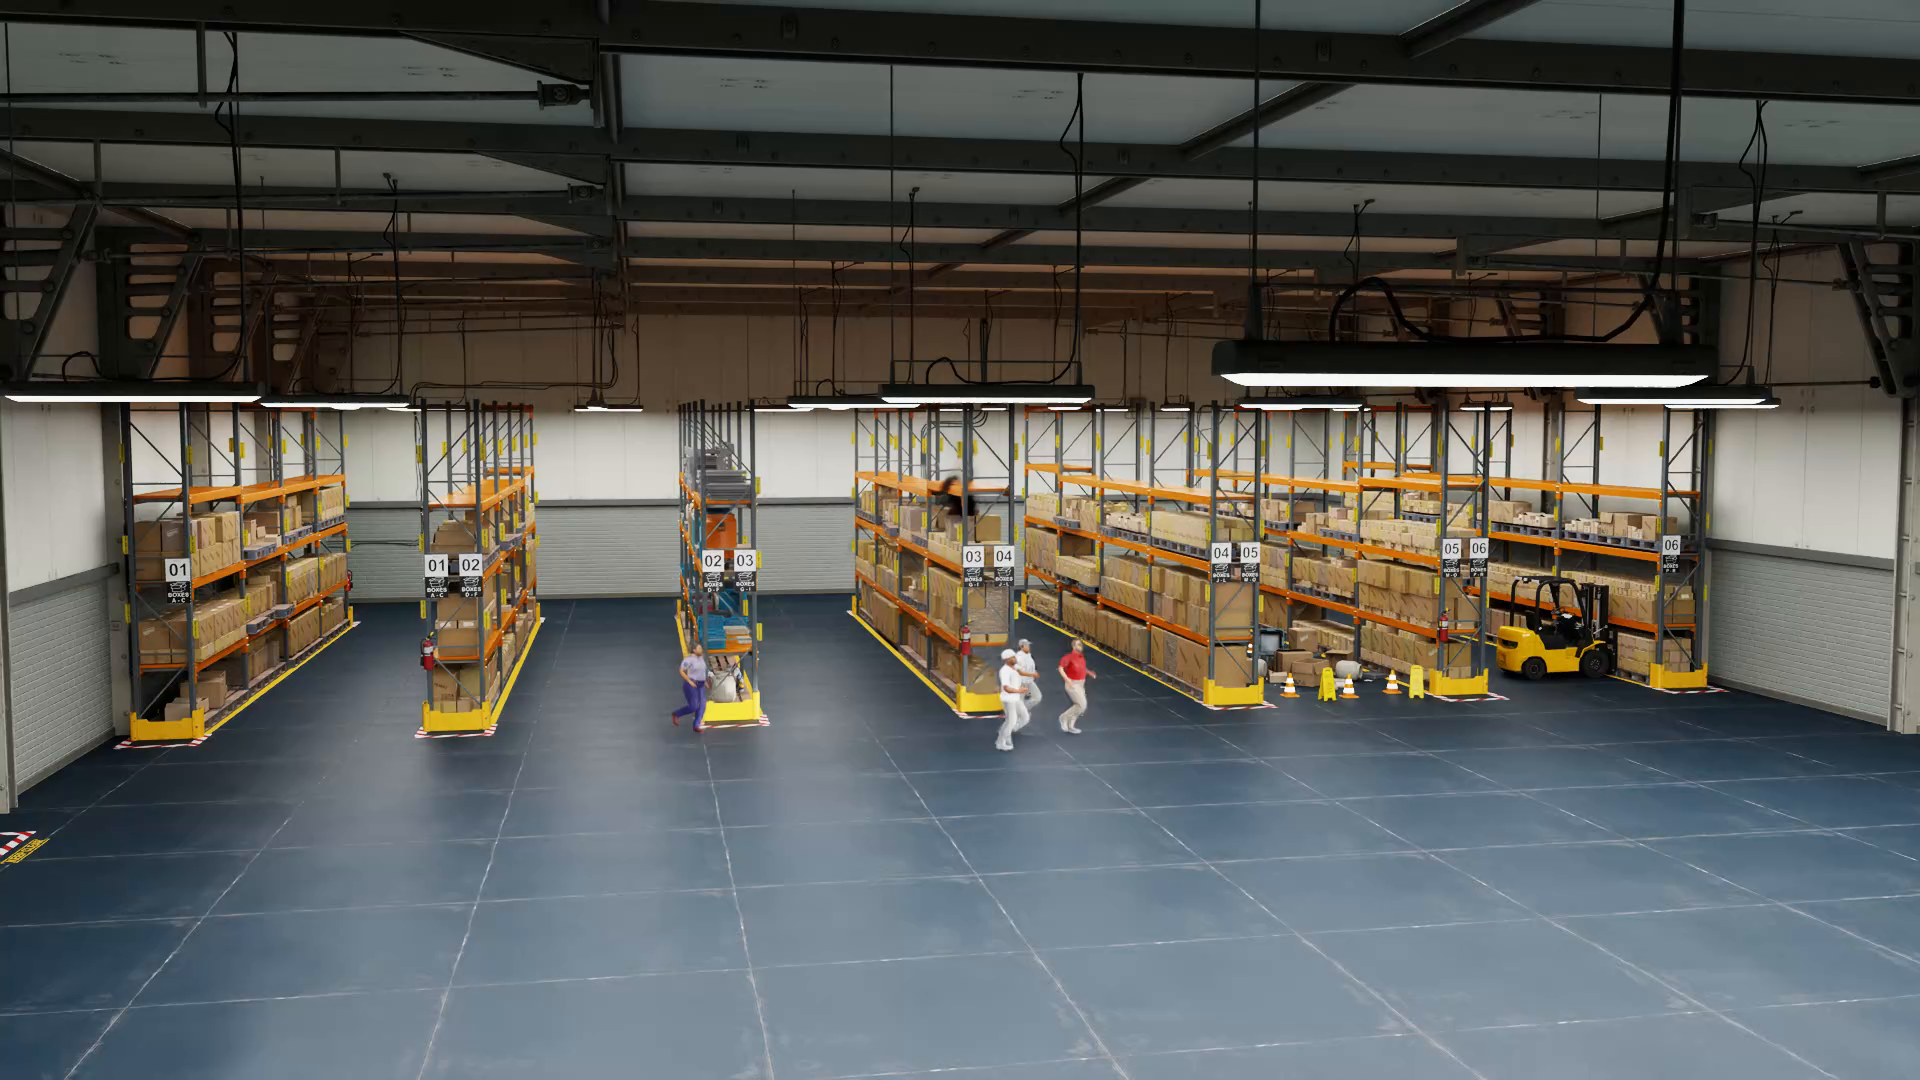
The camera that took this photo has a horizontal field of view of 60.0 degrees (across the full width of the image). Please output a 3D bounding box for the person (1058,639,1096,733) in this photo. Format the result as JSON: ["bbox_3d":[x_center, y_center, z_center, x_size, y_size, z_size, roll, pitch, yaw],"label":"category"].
[{"bbox_3d":[2.125,2.625,29.871,0.611,1.694,0.645,2,5,29],"label":"person"}]

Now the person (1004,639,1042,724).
[{"bbox_3d":[1.185,2.603,30.447,0.744,1.616,0.625,3,5,31],"label":"person"}]

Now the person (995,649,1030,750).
[{"bbox_3d":[0.904,2.712,28.286,0.626,1.725,0.684,1,5,17],"label":"person"}]

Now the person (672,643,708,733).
[{"bbox_3d":[-4.794,2.661,30.128,0.717,1.587,0.659,3,5,31],"label":"person"}]
